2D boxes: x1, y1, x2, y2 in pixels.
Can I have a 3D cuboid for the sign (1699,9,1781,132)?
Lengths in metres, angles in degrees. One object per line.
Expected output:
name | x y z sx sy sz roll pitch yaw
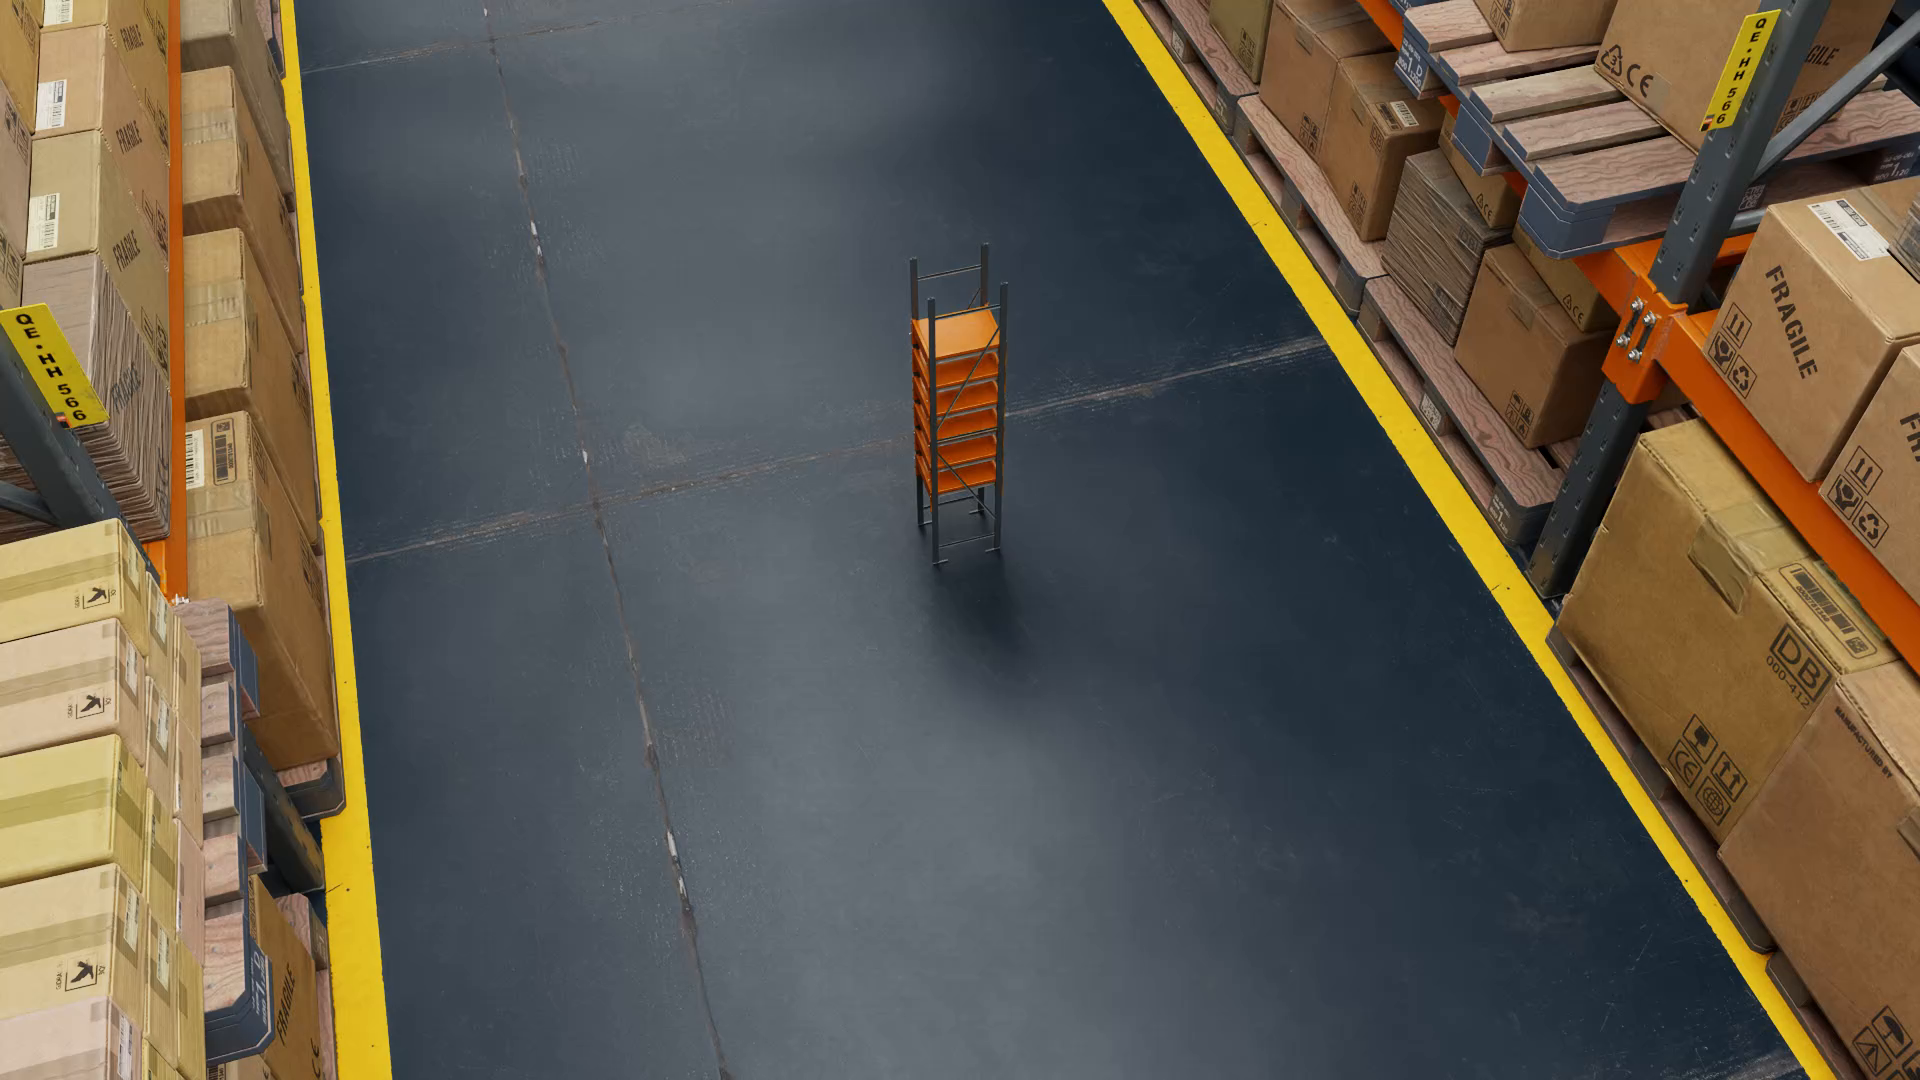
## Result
sign | 1.895 -1.137 4.041 0.100 0.325 0.005 -13 51 -11

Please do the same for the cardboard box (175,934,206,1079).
cardboard box | -1.554 0.883 2.933 0.380 0.149 0.250 -14 51 -11

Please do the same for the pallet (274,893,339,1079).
pallet | -2.127 1.599 4.264 1.003 0.211 1.213 -13 51 -11

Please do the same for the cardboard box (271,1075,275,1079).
cardboard box | -1.763 1.601 3.799 0.500 0.500 0.500 -11 51 -10

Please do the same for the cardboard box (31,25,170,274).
cardboard box | -2.534 -1.031 4.592 0.500 0.500 0.500 -13 51 -11

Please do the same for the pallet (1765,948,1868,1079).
pallet | 2.929 1.462 4.379 1.003 0.211 1.213 -13 51 -11

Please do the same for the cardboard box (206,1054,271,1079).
cardboard box | -1.744 1.364 3.508 0.500 0.250 0.500 -13 51 -10

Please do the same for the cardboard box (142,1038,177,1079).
cardboard box | -1.470 0.988 2.650 0.380 0.149 0.250 -14 51 -11

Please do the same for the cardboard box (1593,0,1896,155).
cardboard box | 2.213 -1.472 4.689 0.500 0.500 0.500 -19 52 -15

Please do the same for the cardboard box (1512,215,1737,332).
cardboard box | 2.184 -0.979 5.470 0.500 0.250 0.500 -11 51 -9

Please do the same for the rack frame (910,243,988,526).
rack frame | -0.031 -0.464 5.357 0.240 1.200 0.006 -13 51 -11

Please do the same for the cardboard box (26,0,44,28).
cardboard box | -2.936 -1.672 4.478 0.700 0.500 0.500 -14 51 -11

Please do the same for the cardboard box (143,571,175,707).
cardboard box | -1.776 0.237 3.284 0.380 0.149 0.250 -12 51 -10

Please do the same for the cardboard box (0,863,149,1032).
cardboard box | -1.542 0.707 2.693 0.380 0.149 0.250 -12 51 -10

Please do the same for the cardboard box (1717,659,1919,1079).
cardboard box | 2.852 0.792 4.235 1.225 0.875 0.875 -13 51 -11

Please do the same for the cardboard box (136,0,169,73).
cardboard box | -2.831 -1.766 5.211 0.500 0.500 0.500 -13 51 -11

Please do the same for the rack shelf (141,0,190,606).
rack shelf | -2.948 -1.100 5.186 1.077 0.370 4.000 -13 51 -11

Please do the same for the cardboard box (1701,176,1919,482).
cardboard box | 2.295 -0.534 4.173 0.500 0.500 0.500 -12 51 -10

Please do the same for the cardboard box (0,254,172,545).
cardboard box | -2.232 -0.292 3.969 0.500 0.500 0.500 -13 51 -11

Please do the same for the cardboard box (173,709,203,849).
cardboard box | -1.700 0.513 3.245 0.380 0.149 0.250 -13 51 -11

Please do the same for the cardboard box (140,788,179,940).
cardboard box | -1.615 0.623 2.958 0.380 0.149 0.250 -12 51 -10

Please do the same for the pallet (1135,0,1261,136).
pallet | 1.460 -2.373 7.612 1.003 0.211 1.213 -13 51 -11

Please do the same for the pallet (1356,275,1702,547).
pallet | 2.181 -0.591 6.110 1.003 0.211 1.213 -13 51 -11

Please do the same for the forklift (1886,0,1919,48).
forklift | 3.750 -3.591 6.860 1.130 2.935 3.031 -13 51 -10

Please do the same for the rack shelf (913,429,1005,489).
rack shelf | -0.004 -0.291 5.426 0.258 0.103 0.180 -13 51 -11

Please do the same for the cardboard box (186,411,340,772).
cardboard box | -2.451 0.254 4.771 1.050 0.750 0.750 -14 51 -11

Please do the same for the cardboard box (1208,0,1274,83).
cardboard box | 1.512 -2.370 7.133 0.700 0.500 0.500 -14 51 -11

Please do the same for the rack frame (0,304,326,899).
rack frame | -2.357 0.129 3.679 1.000 3.000 0.127 -13 51 -11

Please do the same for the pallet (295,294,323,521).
pallet | -2.875 -0.454 5.995 1.003 0.211 1.213 -13 51 -11

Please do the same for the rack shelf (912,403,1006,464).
rack shelf | -0.004 -0.369 5.334 0.258 0.103 0.180 -13 51 -11

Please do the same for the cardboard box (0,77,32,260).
cardboard box | -2.631 -0.925 3.848 0.700 0.500 0.500 -14 51 -12

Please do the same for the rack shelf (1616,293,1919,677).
rack shelf | 3.003 0.774 3.606 1.077 0.370 4.000 -13 51 -11

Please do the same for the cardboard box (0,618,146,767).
cardboard box | -1.702 0.321 3.018 0.380 0.149 0.250 -14 51 -11

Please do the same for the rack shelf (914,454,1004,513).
rack shelf | -0.004 -0.214 5.518 0.258 0.103 0.180 -13 51 -11

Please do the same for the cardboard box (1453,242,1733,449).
cardboard box | 2.194 -0.740 5.759 0.700 0.500 0.500 -16 52 -13

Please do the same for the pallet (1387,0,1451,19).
pallet | 1.787 -2.293 5.847 1.003 0.211 1.213 -13 51 -11

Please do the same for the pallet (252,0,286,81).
pallet | -3.690 -2.467 7.691 1.003 0.211 1.213 -13 51 -11

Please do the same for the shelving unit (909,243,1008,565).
shelving unit | -0.004 -0.397 5.300 0.258 1.200 0.189 -13 51 -11

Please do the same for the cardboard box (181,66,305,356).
cardboard box | -2.989 -1.064 5.882 1.050 0.750 0.750 -13 51 -11

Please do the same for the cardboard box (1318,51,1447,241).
cardboard box | 1.843 -1.554 6.446 0.700 0.500 0.500 -9 51 -8
